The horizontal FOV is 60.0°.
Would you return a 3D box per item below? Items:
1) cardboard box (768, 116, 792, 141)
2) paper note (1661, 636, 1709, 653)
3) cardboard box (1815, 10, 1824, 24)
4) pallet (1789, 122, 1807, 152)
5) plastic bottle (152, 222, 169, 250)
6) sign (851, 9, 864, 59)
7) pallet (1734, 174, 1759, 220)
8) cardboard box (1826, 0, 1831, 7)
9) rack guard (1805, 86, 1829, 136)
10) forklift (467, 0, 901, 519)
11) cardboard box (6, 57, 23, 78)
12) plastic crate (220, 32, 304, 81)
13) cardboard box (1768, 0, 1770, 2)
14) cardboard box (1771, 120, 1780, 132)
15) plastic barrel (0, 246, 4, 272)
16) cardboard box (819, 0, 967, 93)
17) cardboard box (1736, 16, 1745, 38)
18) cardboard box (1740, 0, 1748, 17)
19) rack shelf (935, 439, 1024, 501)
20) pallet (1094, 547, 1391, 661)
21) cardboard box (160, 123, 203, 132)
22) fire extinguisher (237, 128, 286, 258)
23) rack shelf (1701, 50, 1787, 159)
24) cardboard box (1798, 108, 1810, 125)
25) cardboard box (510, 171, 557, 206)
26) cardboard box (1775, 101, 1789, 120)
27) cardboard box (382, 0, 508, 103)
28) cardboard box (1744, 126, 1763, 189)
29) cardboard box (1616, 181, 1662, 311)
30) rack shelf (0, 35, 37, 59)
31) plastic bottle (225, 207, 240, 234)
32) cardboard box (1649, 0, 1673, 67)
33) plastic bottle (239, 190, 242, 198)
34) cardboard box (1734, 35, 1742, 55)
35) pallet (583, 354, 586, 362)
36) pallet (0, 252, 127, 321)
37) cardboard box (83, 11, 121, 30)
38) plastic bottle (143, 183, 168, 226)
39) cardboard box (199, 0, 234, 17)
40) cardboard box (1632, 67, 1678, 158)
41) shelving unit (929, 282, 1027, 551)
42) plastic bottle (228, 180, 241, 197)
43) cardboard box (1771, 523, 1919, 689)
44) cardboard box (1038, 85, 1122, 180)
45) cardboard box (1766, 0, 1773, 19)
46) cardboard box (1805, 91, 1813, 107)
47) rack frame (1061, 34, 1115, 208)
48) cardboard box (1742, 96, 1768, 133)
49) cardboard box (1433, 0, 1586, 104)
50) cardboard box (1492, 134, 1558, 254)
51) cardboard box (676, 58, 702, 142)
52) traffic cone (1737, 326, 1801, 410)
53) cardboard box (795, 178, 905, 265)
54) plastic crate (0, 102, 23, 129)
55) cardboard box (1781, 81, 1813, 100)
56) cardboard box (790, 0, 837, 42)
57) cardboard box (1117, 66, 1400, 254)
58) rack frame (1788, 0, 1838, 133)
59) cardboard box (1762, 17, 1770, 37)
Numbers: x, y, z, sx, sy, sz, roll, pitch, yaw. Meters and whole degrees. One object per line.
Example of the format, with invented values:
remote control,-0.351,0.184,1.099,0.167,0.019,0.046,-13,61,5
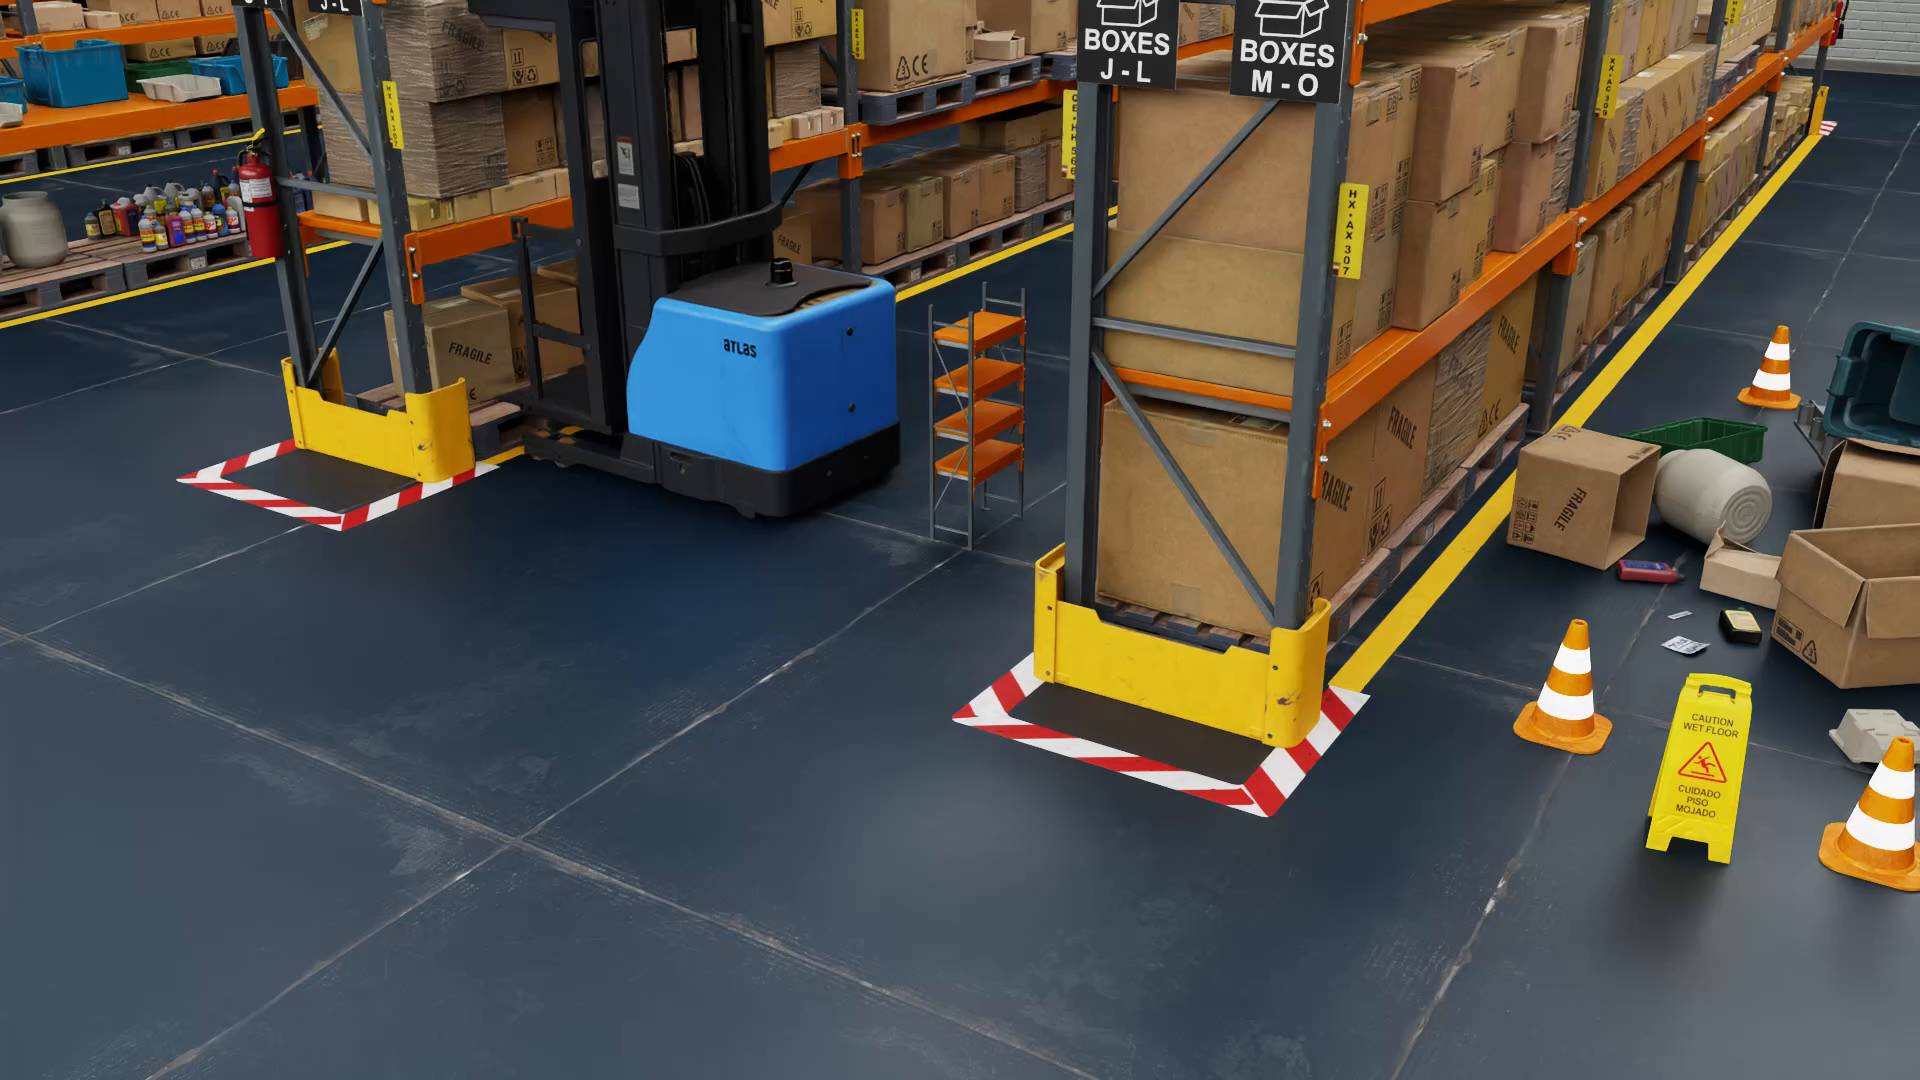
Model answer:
cardboard box,-1.355,-2.773,11.197,0.380,0.149,0.250,14,27,29
paper note,3.130,0.450,7.173,0.142,0.017,0.144,-17,29,-35
cardboard box,8.993,-5.614,17.759,0.380,0.149,0.250,15,27,30
pallet,8.824,-4.582,18.568,1.003,0.211,1.213,14,27,29
plastic bottle,-6.210,-2.364,12.904,0.097,0.201,0.097,0,23,0
sign,-0.703,-3.463,11.385,0.100,0.325,0.005,14,27,29
pallet,6.803,-3.261,15.517,1.003,0.211,1.213,14,27,29
cardboard box,9.028,-5.958,17.736,0.500,0.500,0.500,13,27,28
rack guard,9.282,-4.981,19.127,1.175,0.500,0.348,14,27,29
forklift,-1.818,-1.896,8.940,3.031,2.935,1.130,16,28,32
cardboard box,-12.389,-6.293,21.603,0.700,0.500,0.500,14,27,29
plastic crate,-5.760,-4.037,13.877,0.767,0.338,0.504,14,27,29
cardboard box,7.025,-4.887,14.802,0.380,0.149,0.250,13,27,27
cardboard box,8.140,-4.252,16.982,0.380,0.149,0.250,15,28,31
plastic barrel,-7.204,-2.154,12.053,0.421,0.512,0.421,0,23,0
cardboard box,-0.630,-3.884,12.162,1.000,1.000,1.000,14,27,29
cardboard box,6.206,-4.224,13.644,0.380,0.149,0.250,14,27,28
cardboard box,6.203,-4.363,13.592,0.380,0.149,0.250,15,27,31
rack shelf,0.087,-0.363,8.246,0.258,0.148,0.480,14,27,29
pallet,1.238,0.240,7.430,1.003,0.211,1.213,14,27,29
cardboard box,-8.617,-4.617,18.072,0.500,0.250,0.500,13,27,27
fire extinguisher,-3.730,-1.850,8.844,0.296,0.674,0.183,14,27,29
rack shelf,6.157,-3.799,14.154,1.077,0.370,4.000,14,27,29
cardboard box,9.172,-4.709,18.411,0.380,0.149,0.250,15,27,31
cardboard box,-2.518,-2.008,9.430,0.380,0.149,0.250,14,27,29
cardboard box,8.179,-4.372,16.884,0.380,0.149,0.250,15,27,30
cardboard box,-2.757,-2.597,8.714,0.500,0.500,0.500,14,27,29
cardboard box,7.036,-3.547,15.285,0.500,0.500,0.500,13,27,28
cardboard box,4.246,-2.132,11.701,1.050,0.750,0.750,14,27,30
rack shelf,-10.637,-4.249,15.195,1.077,0.370,4.000,14,27,29
plastic bottle,-5.871,-2.582,13.406,0.097,0.201,0.097,0,23,0
cardboard box,4.323,-3.464,11.092,0.700,0.500,0.500,13,27,28
plastic bottle,-5.843,-2.732,13.650,0.061,0.283,0.133,14,27,29
cardboard box,6.207,-4.088,13.704,0.380,0.149,0.250,14,27,30
pallet,-2.135,-1.250,10.872,1.003,0.211,1.213,14,27,29
pallet,-7.053,-1.894,12.359,1.003,0.211,1.213,14,27,29
cardboard box,-8.941,-5.395,17.253,0.380,0.149,0.250,14,27,29
plastic bottle,-6.576,-2.746,13.598,0.144,0.351,0.185,15,28,31
cardboard box,-8.343,-6.081,18.394,0.500,0.500,0.500,12,26,26
cardboard box,4.298,-2.781,10.772,0.500,0.500,0.500,14,27,30
shelving unit,0.087,-0.606,8.141,0.258,1.200,0.503,14,27,29
plastic bottle,-6.128,-2.905,14.066,0.097,0.271,0.097,0,23,0
cardboard box,3.917,0.272,6.989,0.797,0.503,0.637,-3,24,-7
cardboard box,1.323,-3.973,15.799,1.225,0.875,0.875,12,26,27
cardboard box,7.032,-4.753,14.866,0.380,0.149,0.250,14,27,29
cardboard box,9.286,-4.937,18.563,0.380,0.149,0.250,13,27,28
rack frame,0.942,-4.527,14.932,1.000,3.000,0.127,14,27,29
cardboard box,7.034,-3.889,15.132,0.500,0.250,0.500,13,27,28
cardboard box,2.768,-2.551,8.818,0.875,0.550,0.550,14,27,29
cardboard box,2.537,-1.855,8.571,0.875,0.550,0.550,14,27,29
cardboard box,-1.930,-2.869,10.602,0.875,0.500,0.500,14,27,29
traffic cone,4.983,-1.076,10.152,0.336,0.463,0.334,14,27,29
cardboard box,-0.826,-2.435,12.691,0.700,0.500,0.500,12,26,25
plastic crate,-6.741,-2.979,11.687,0.298,0.136,0.250,14,27,29
cardboard box,9.048,-4.893,18.087,0.380,0.149,0.250,13,27,28
cardboard box,-1.172,-3.609,11.052,0.500,0.500,0.500,14,27,29
cardboard box,1.111,-1.435,6.241,0.875,0.550,0.550,14,27,29
rack frame,9.322,-6.154,18.689,1.000,3.000,0.127,14,27,29
cardboard box,7.035,-4.618,14.929,0.380,0.149,0.250,14,27,29
